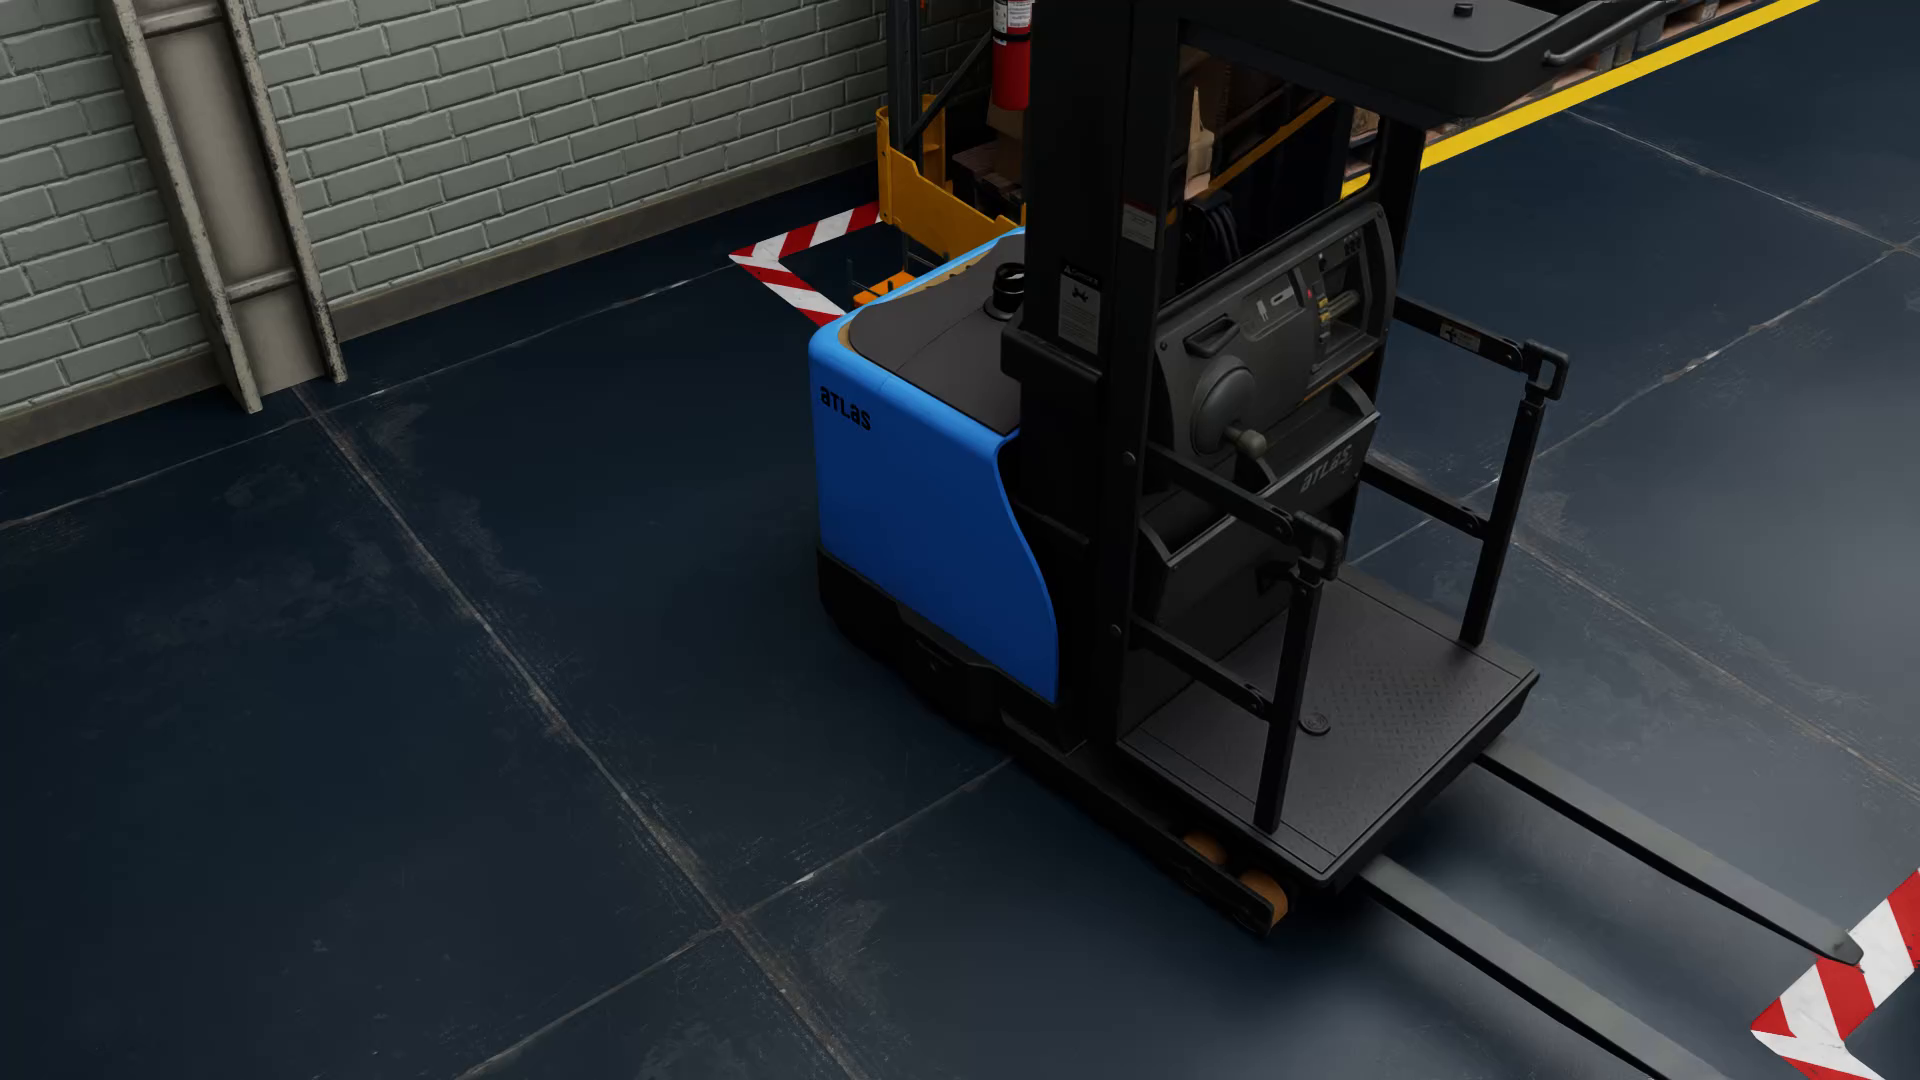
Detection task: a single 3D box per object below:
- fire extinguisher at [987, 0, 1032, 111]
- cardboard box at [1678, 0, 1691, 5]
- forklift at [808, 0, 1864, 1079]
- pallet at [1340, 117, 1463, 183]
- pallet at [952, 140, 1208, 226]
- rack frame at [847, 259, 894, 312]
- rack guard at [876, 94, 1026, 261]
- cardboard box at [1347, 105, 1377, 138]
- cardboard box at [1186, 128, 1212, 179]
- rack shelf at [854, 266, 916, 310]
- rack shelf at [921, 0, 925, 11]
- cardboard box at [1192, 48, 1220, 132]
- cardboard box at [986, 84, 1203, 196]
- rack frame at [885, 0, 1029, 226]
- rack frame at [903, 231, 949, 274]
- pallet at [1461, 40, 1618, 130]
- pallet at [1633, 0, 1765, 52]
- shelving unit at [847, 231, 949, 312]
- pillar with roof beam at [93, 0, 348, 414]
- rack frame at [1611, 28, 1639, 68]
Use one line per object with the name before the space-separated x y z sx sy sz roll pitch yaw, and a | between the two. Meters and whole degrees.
fire extinguisher | 0.205 -1.918 6.077 0.183 0.674 0.296 -26 46 -28
cardboard box | 3.733 -3.197 8.921 0.500 0.500 0.500 -24 45 -26
forklift | 0.945 -0.458 3.997 3.031 2.935 1.130 32 49 33
pallet | 1.699 -2.110 8.155 1.213 0.211 1.003 -26 46 -28
pallet | 0.732 -1.641 7.584 1.213 0.211 1.003 -26 46 -28
rack frame | -0.277 -0.420 5.434 0.200 1.050 0.008 31 49 32
rack guard | 0.101 -1.444 7.116 0.348 0.500 1.175 -26 46 -28
cardboard box | 1.765 -2.230 7.744 0.500 0.500 0.500 -25 46 -27
cardboard box | 0.944 -1.774 7.465 0.250 0.149 0.380 -28 47 -30
rack shelf | -0.193 -0.687 5.329 0.215 0.259 0.240 31 49 32
rack shelf | 1.626 -2.876 7.458 4.000 0.370 1.077 -26 46 -28
cardboard box | 1.284 -2.076 7.556 0.500 0.500 0.700 -24 45 -26
cardboard box | 0.583 -1.767 7.176 0.637 0.503 0.797 -28 47 -30
rack frame | 0.040 -2.381 6.287 0.127 3.000 1.000 -26 46 -28
rack frame | -0.108 -0.531 5.570 0.200 1.050 0.008 31 49 32
pallet | 2.667 -2.584 8.733 1.213 0.211 1.003 -26 46 -28
pallet | 3.834 -3.182 9.463 1.213 0.211 1.003 -26 46 -28
shelving unit | -0.193 -0.476 5.502 0.215 1.050 0.252 31 49 32
pillar with roof beam | -0.024 -1.947 1.028 0.400 9.000 9.100 -26 46 -28
rack frame | 3.212 -3.927 8.172 0.127 3.000 1.000 -26 46 -28
